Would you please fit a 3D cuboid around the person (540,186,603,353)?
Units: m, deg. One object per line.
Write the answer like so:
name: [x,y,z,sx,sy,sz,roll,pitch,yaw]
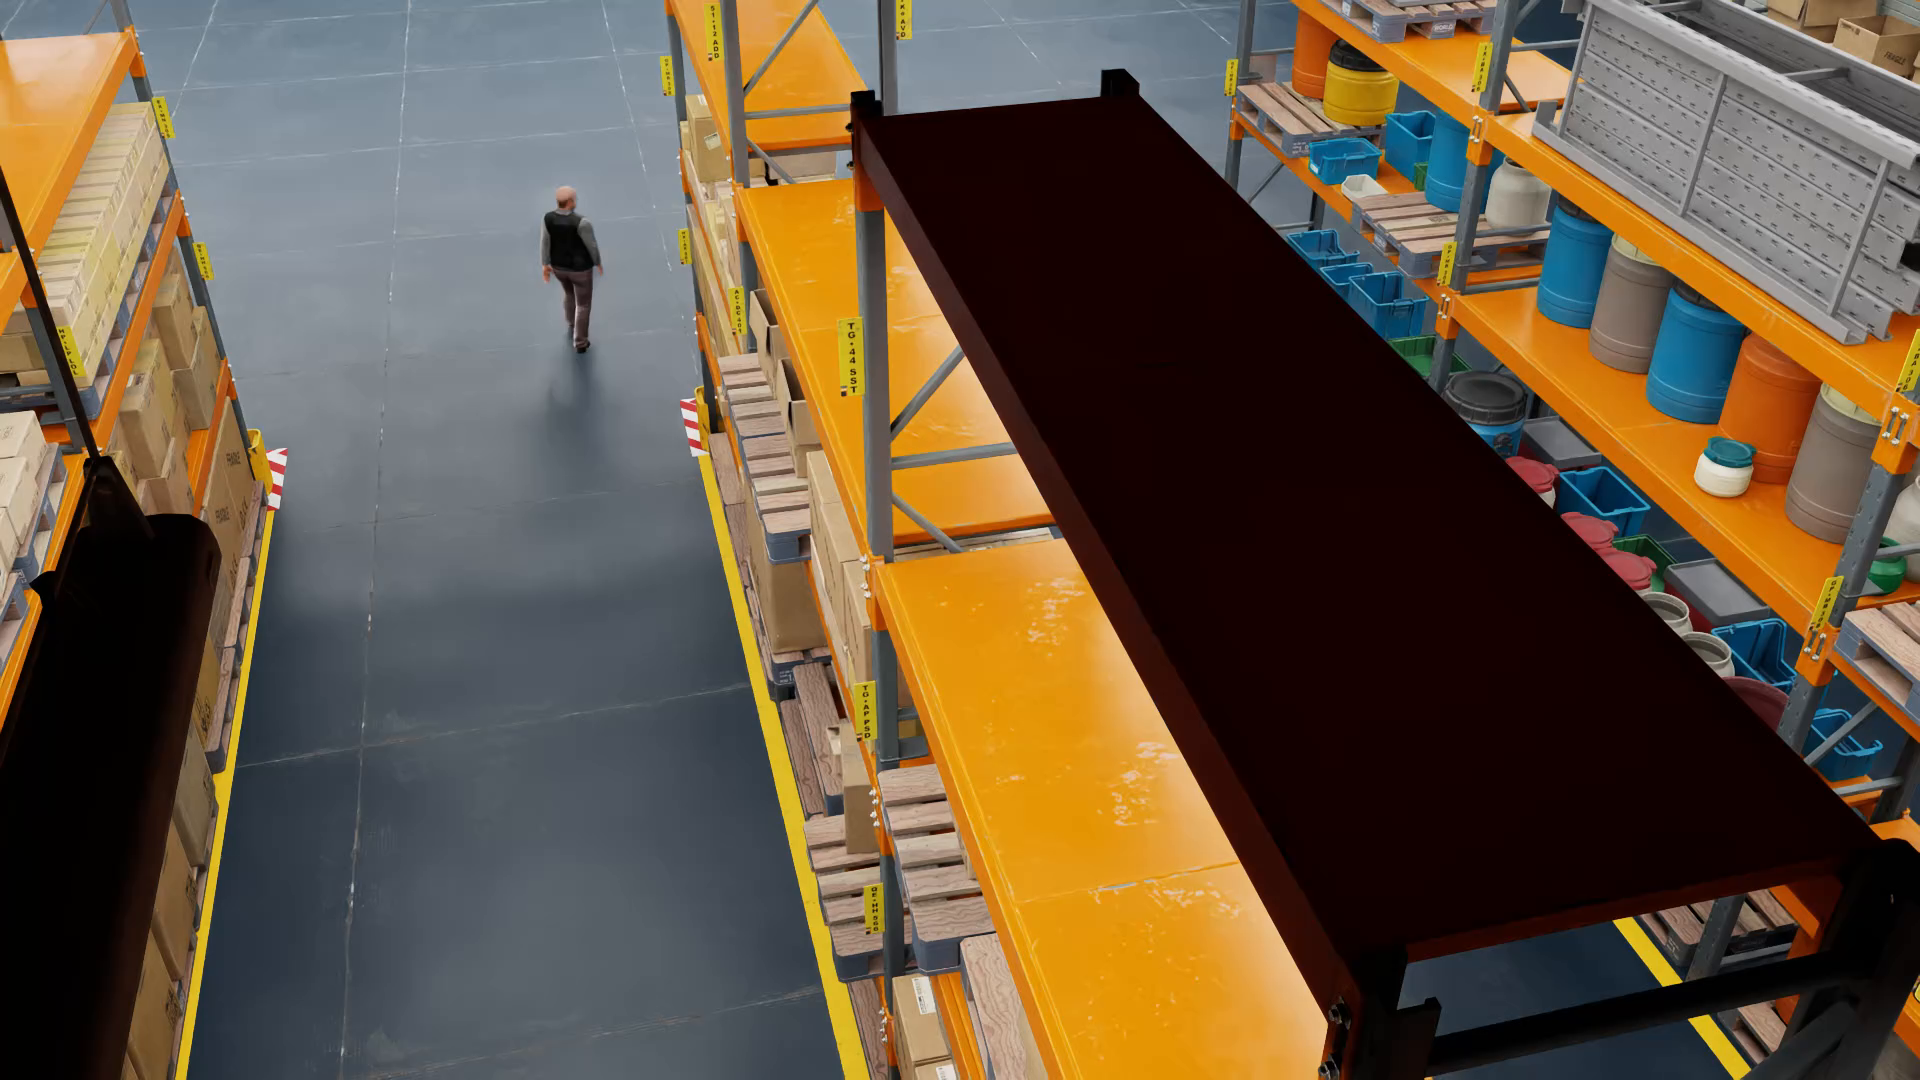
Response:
person: [-3.823,-2.770,16.625,0.648,1.712,0.708,11,36,15]
